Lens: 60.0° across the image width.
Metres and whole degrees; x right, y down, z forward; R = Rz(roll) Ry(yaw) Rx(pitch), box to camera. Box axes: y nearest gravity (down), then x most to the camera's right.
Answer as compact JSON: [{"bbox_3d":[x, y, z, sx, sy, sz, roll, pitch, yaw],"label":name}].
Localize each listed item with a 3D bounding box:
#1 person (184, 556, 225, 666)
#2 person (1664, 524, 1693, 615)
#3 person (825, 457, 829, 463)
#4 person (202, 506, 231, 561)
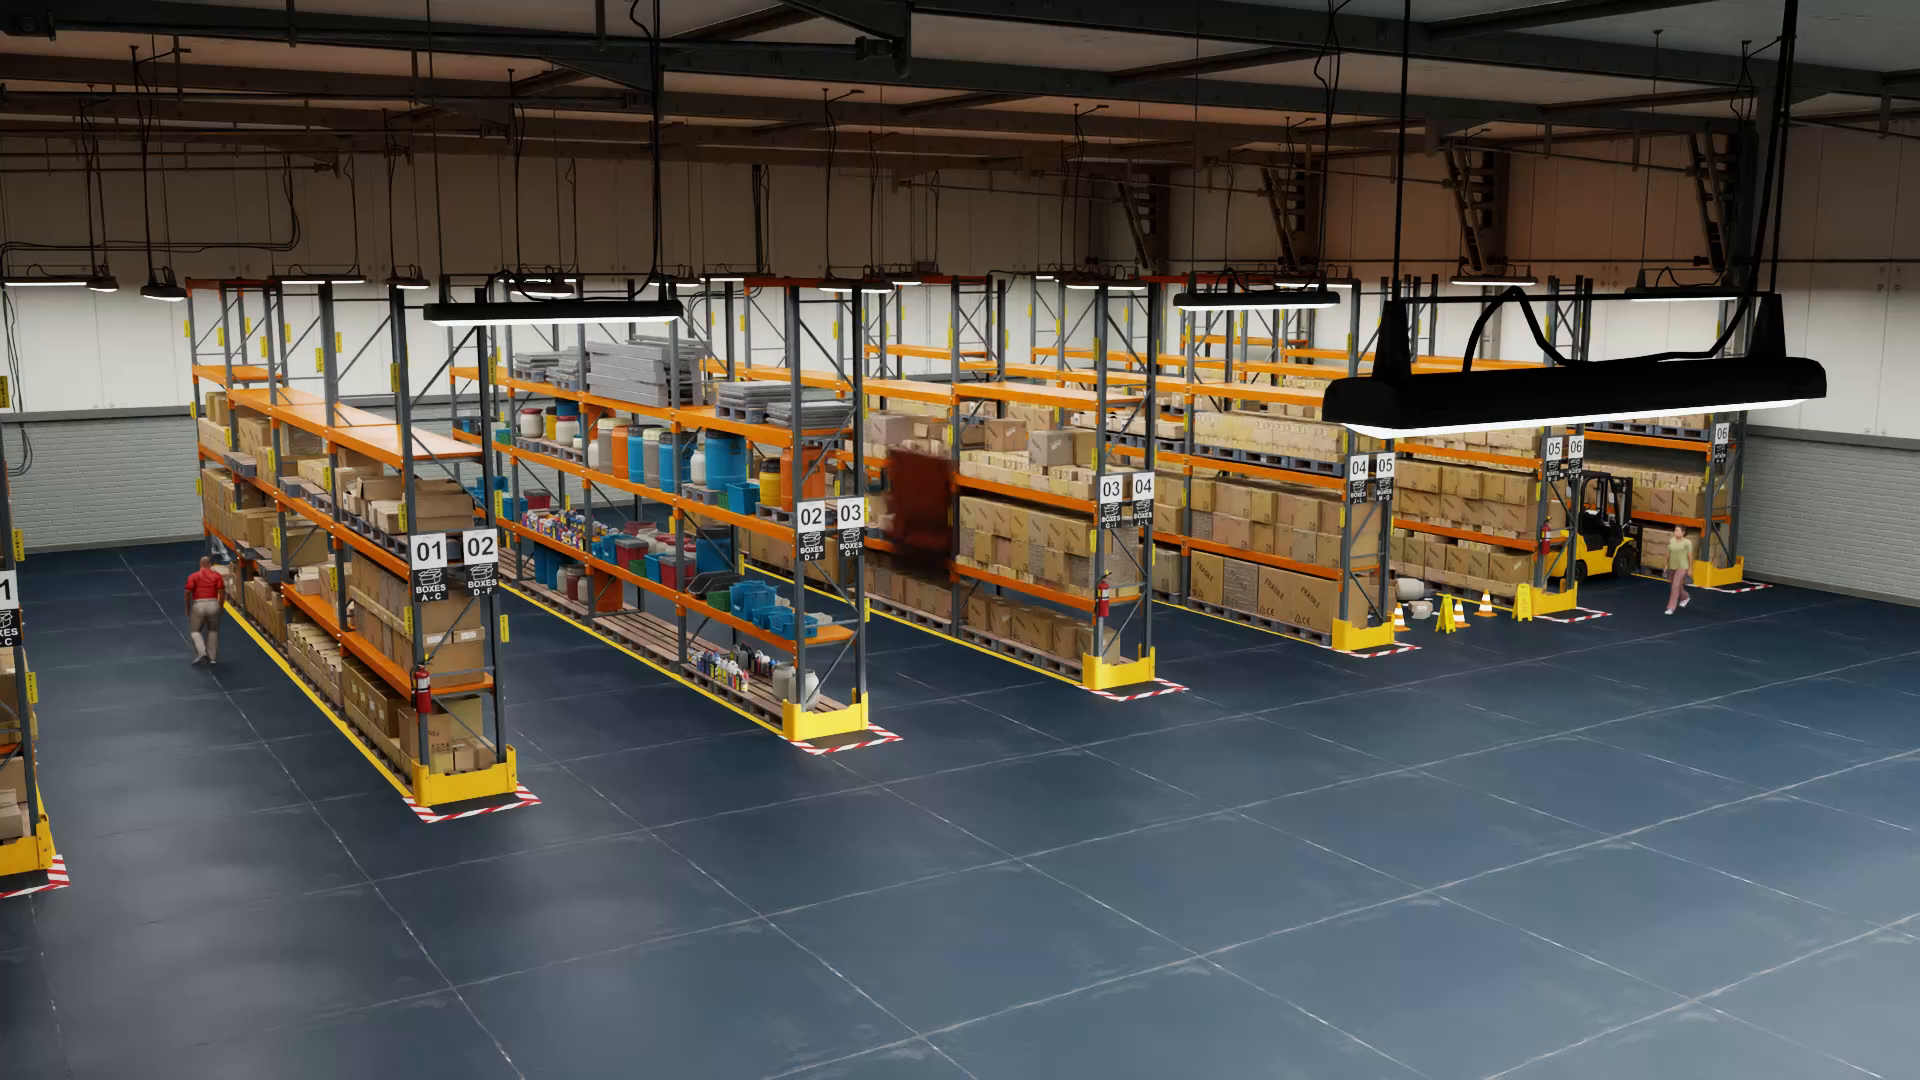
[{"bbox_3d":[-11.881,1.126,26.234,0.594,1.699,0.656,-5,11,-29],"label":"person"},{"bbox_3d":[13.003,0.504,30.065,0.967,1.629,0.466,-8,12,-38],"label":"person"},{"bbox_3d":[-3.358,-1.328,41.059,0.551,1.680,0.492,-5,11,-27],"label":"person"},{"bbox_3d":[-15.888,-0.475,35.580,0.943,1.763,0.576,5,11,25],"label":"person"}]
